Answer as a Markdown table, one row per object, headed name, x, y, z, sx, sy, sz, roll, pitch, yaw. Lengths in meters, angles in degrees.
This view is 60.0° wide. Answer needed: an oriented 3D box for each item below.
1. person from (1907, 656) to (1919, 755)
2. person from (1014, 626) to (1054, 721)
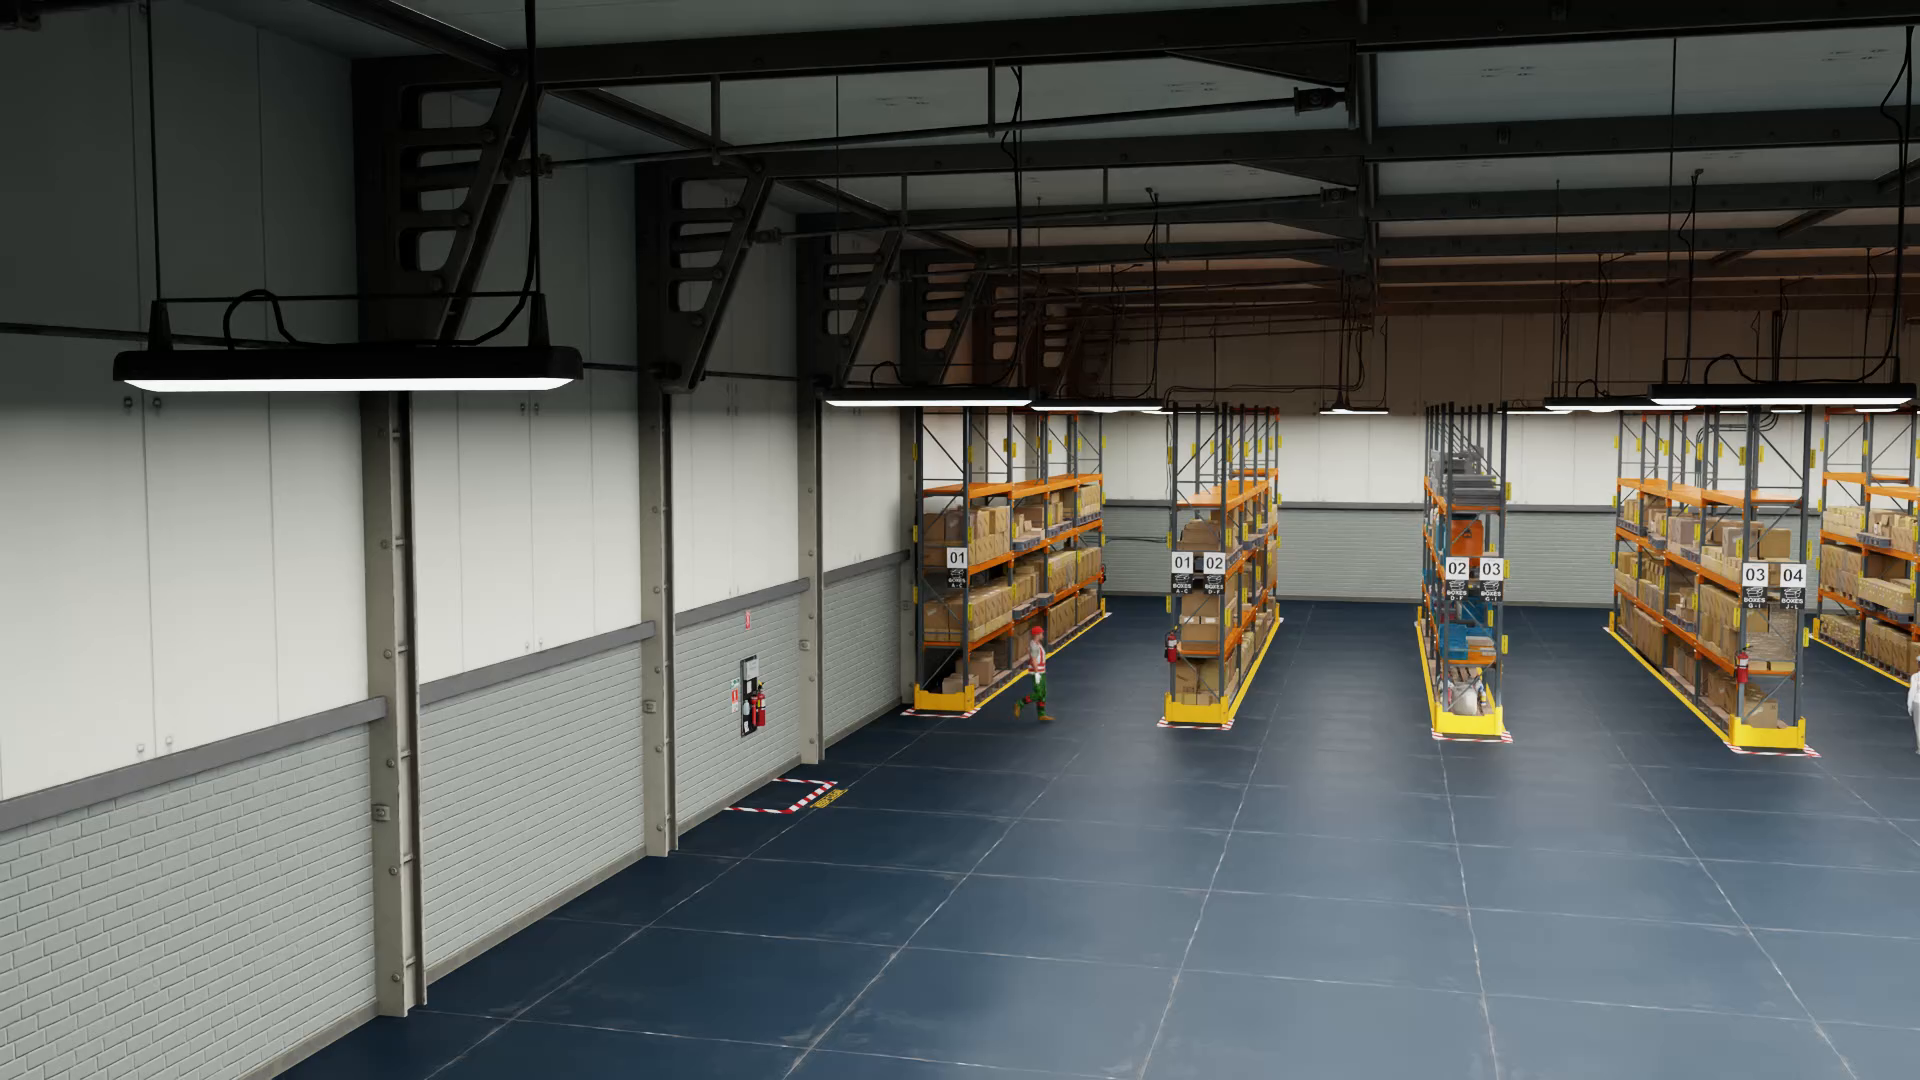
| name | x | y | z | sx | sy | sz | roll | pitch | yaw |
| --- | --- | --- | --- | --- | --- | --- | --- | --- | --- |
| person | 16.320 | 2.817 | 28.134 | 0.521 | 1.663 | 0.442 | 1 | 4 | 15 |
| person | 1.393 | 2.512 | 31.218 | 0.735 | 1.783 | 0.576 | 1 | 4 | 9 |
